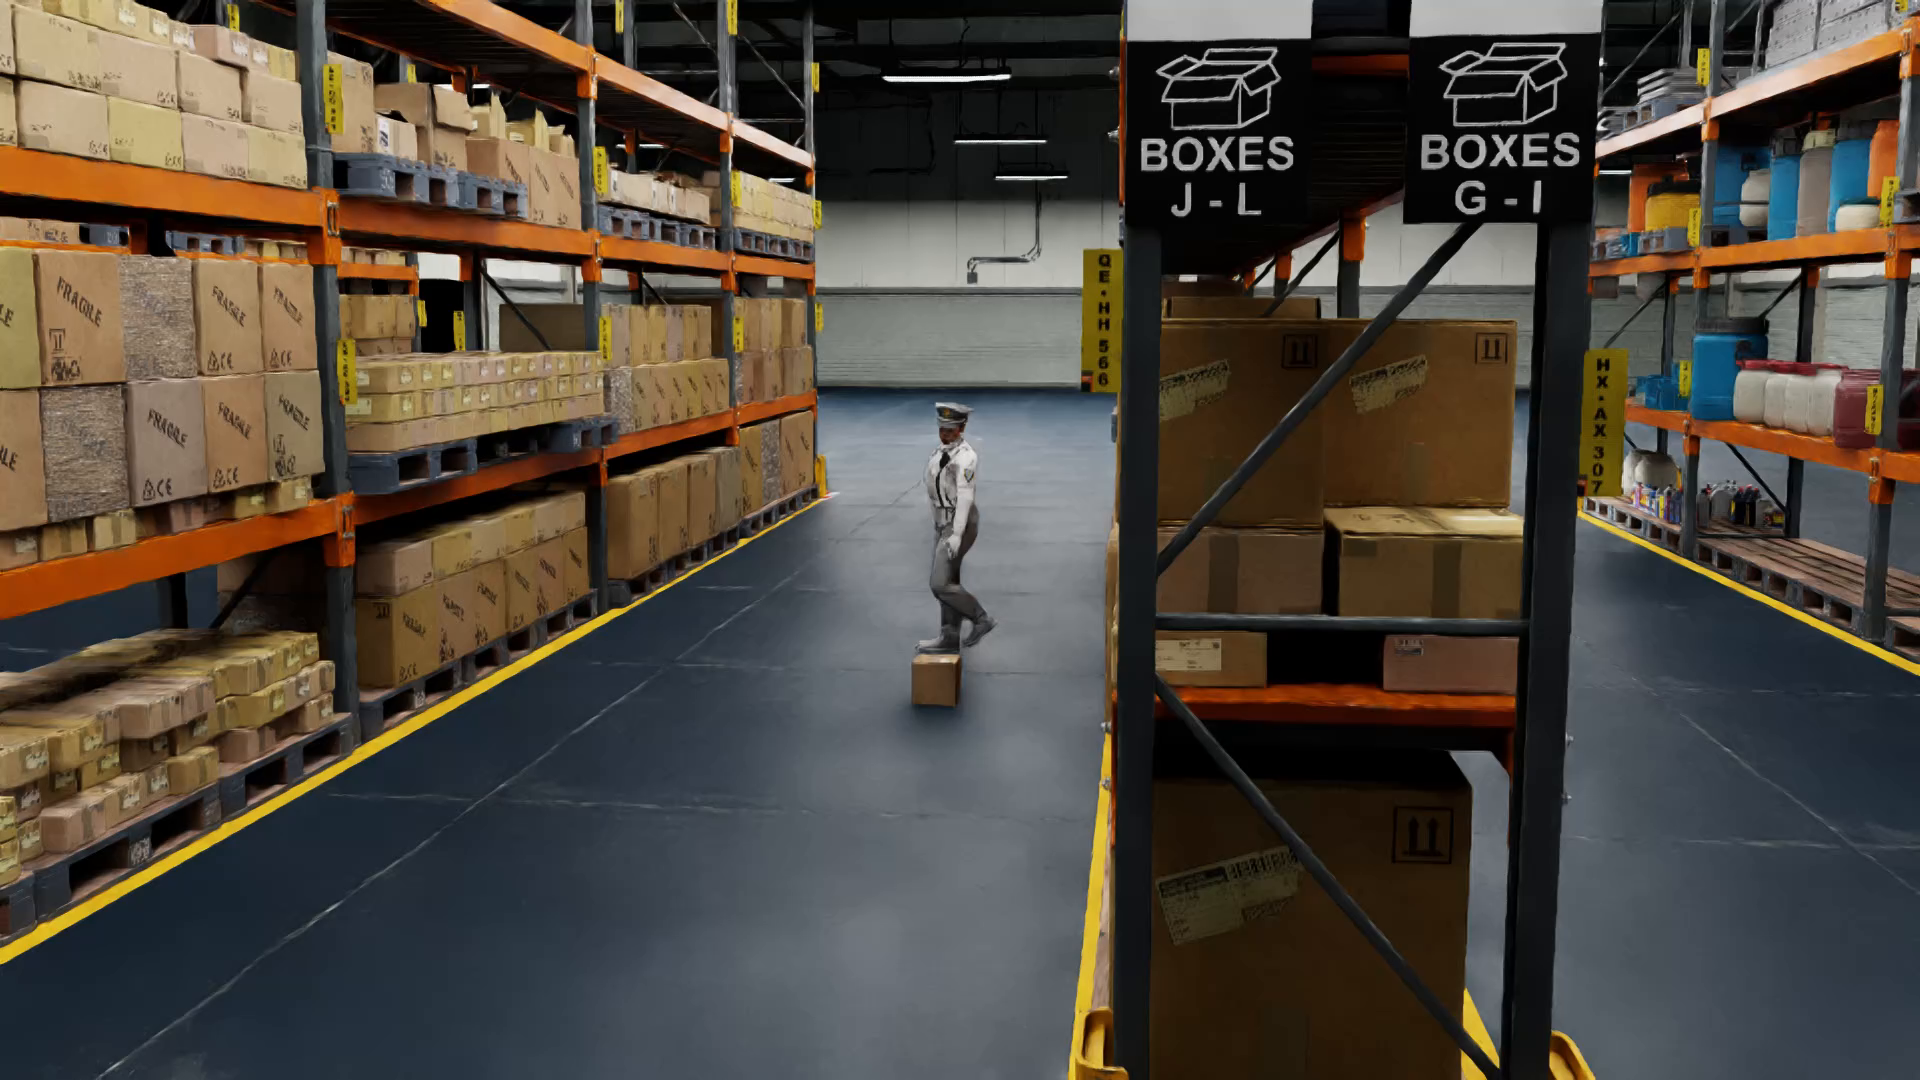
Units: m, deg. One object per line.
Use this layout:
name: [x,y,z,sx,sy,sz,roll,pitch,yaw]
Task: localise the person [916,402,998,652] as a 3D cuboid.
person: [-0.018,-0.066,10.697,0.438,1.647,0.552,-2,8,-18]
